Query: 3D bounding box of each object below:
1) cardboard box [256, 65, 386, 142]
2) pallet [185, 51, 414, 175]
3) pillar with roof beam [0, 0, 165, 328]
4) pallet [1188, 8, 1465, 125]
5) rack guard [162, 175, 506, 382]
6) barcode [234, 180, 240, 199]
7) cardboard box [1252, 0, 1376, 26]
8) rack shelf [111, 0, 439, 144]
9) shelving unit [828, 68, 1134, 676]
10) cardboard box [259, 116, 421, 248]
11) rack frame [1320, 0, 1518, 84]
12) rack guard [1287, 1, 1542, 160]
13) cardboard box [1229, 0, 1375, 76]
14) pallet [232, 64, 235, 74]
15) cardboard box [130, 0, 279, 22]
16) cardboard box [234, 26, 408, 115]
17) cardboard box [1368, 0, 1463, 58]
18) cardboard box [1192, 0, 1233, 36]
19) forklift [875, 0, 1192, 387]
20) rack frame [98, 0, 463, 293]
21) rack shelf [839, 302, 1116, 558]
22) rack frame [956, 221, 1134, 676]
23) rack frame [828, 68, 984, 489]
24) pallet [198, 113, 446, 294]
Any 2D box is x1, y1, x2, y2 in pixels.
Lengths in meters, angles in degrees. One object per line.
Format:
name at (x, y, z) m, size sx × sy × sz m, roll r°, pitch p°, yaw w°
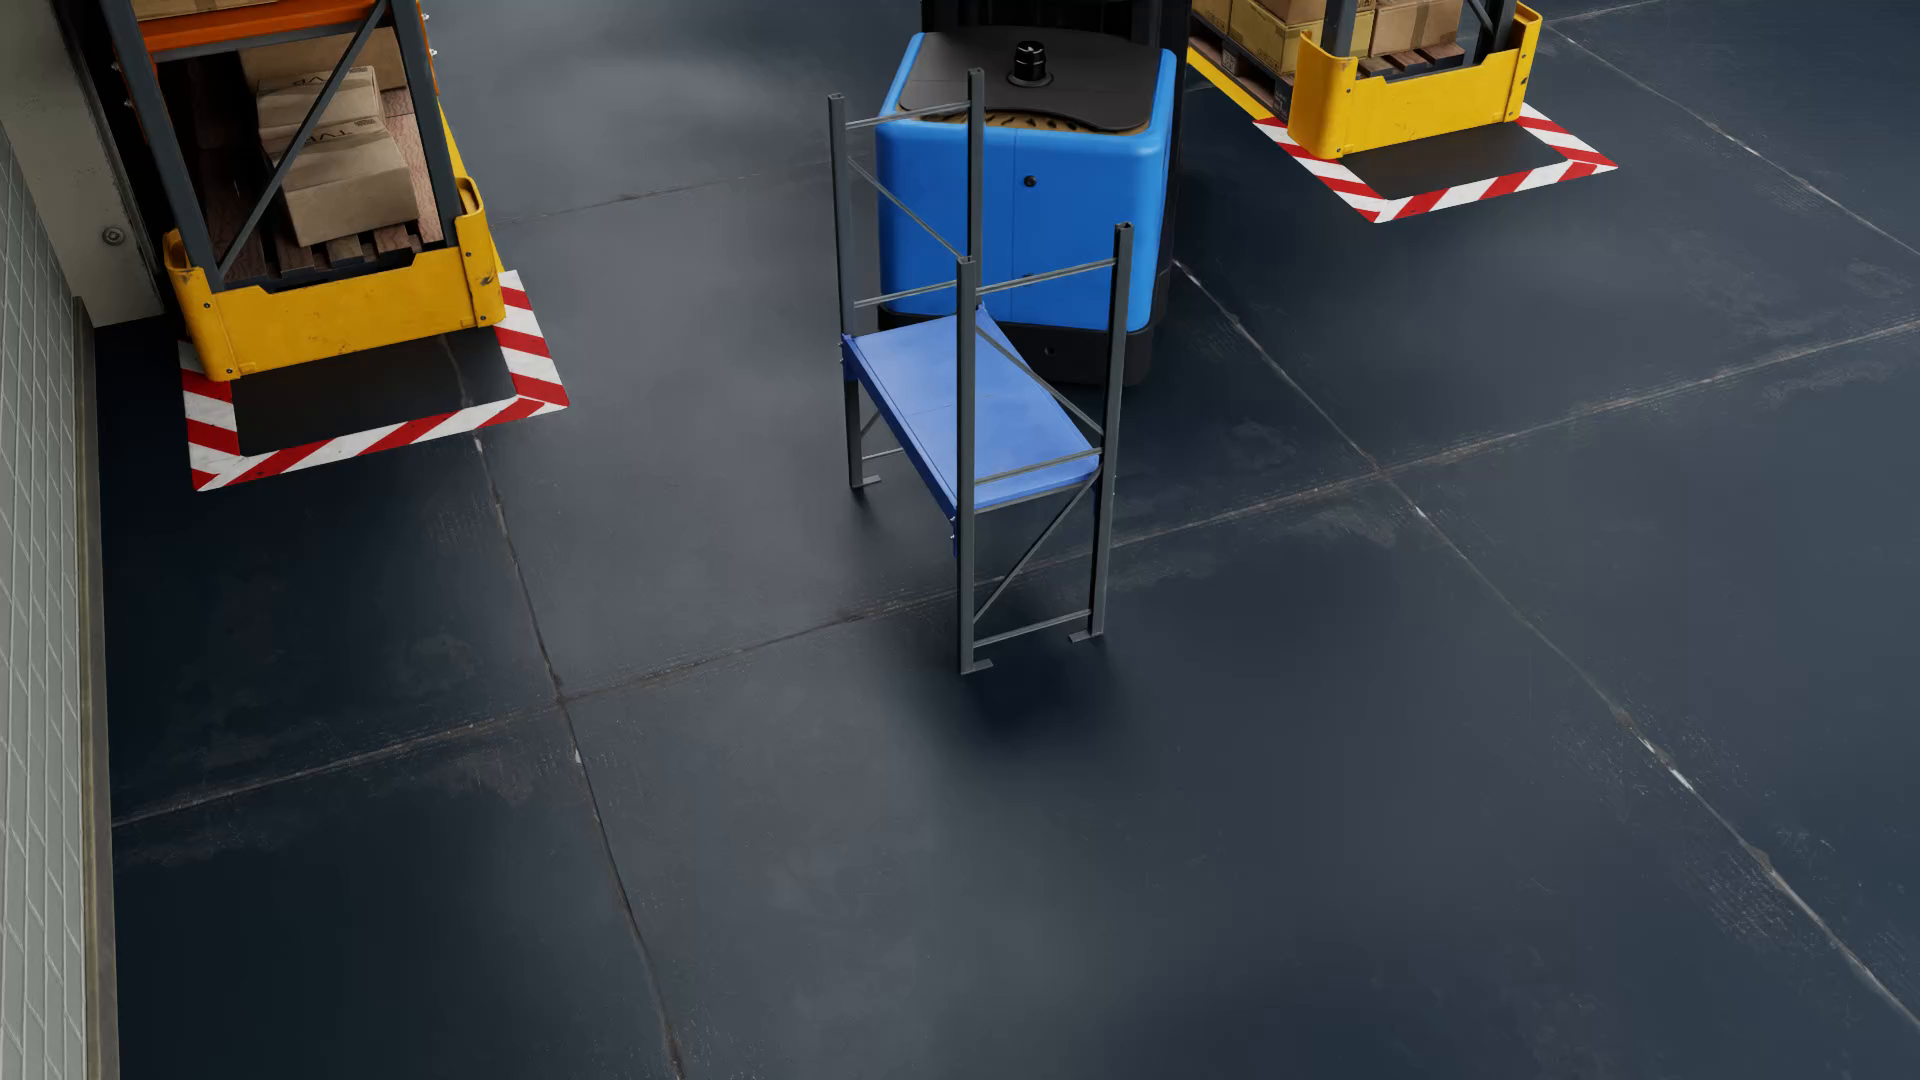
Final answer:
cardboard box at (-2.819, -1.873, 7.352) m, size 0.500 × 0.311 × 0.500 m, roll -12°, pitch 42°, yaw -13°
pallet at (-3.189, -2.163, 8.104) m, size 1.003 × 0.211 × 1.213 m, roll -15°, pitch 43°, yaw -17°
pillar with roof beam at (0.491, -5.497, 5.241) m, size 9.100 × 9.000 × 0.400 m, roll -15°, pitch 43°, yaw -17°
pallet at (1.825, -2.574, 8.581) m, size 1.003 × 0.211 × 1.213 m, roll -15°, pitch 43°, yaw -17°
rack guard at (-2.448, -1.041, 6.577) m, size 1.175 × 0.500 × 0.348 m, roll -15°, pitch 43°, yaw -17°
barcode at (-2.977, -1.444, 6.846) m, size 0.001 × 0.075 × 0.075 m, roll -15°, pitch 43°, yaw -17°
cardboard box at (1.676, -2.830, 7.953) m, size 0.500 × 0.500 × 0.500 m, roll -15°, pitch 43°, yaw -17°
rack shelf at (-3.184, -2.875, 7.344) m, size 1.077 × 0.370 × 4.000 m, roll -15°, pitch 43°, yaw -17°
shelving unit at (0.033, -0.517, 5.201) m, size 0.538 × 1.500 × 1.048 m, roll -15°, pitch 43°, yaw -17°
cardboard box at (-2.601, -1.529, 6.952) m, size 0.500 × 0.311 × 0.500 m, roll -20°, pitch 45°, yaw -22°
rack frame at (2.156, -3.181, 7.148) m, size 1.000 × 3.000 × 0.127 m, roll -15°, pitch 43°, yaw -17°
rack guard at (2.165, -2.218, 7.946) m, size 1.175 × 0.500 × 0.348 m, roll -15°, pitch 43°, yaw -17°
cardboard box at (1.678, -2.547, 8.198) m, size 0.500 × 0.250 × 0.500 m, roll -15°, pitch 43°, yaw -17°
pallet at (-3.660, -2.899, 8.959) m, size 1.003 × 0.211 × 1.213 m, roll -15°, pitch 43°, yaw -17°
cardboard box at (-2.777, -2.127, 6.022) m, size 0.500 × 0.250 × 0.500 m, roll -15°, pitch 43°, yaw -16°
cardboard box at (-3.053, -2.399, 7.819) m, size 0.700 × 0.500 × 0.500 m, roll -18°, pitch 44°, yaw -20°
cardboard box at (2.156, -2.676, 8.348) m, size 0.500 × 0.250 × 0.500 m, roll -15°, pitch 43°, yaw -17°
cardboard box at (1.476, -2.845, 8.544) m, size 0.500 × 0.250 × 0.500 m, roll -15°, pitch 43°, yaw -17°
forklift at (0.426, -2.655, 6.590) m, size 1.130 × 2.935 × 3.031 m, roll 6°, pitch 41°, yaw 7°
rack frame at (-2.419, -1.943, 5.708) m, size 1.000 × 3.000 × 0.127 m, roll -15°, pitch 43°, yaw -17°
rack shelf at (0.033, -0.381, 5.319) m, size 0.538 × 0.185 × 1.000 m, roll -15°, pitch 43°, yaw -17°
rack frame at (0.227, -0.211, 4.845) m, size 0.500 × 1.500 × 0.032 m, roll -15°, pitch 43°, yaw -17°
rack frame at (-0.162, -0.824, 5.557) m, size 0.500 × 1.500 × 0.032 m, roll -15°, pitch 43°, yaw -17°
pallet at (-2.726, -1.429, 7.250) m, size 1.003 × 0.211 × 1.213 m, roll -15°, pitch 43°, yaw -17°
